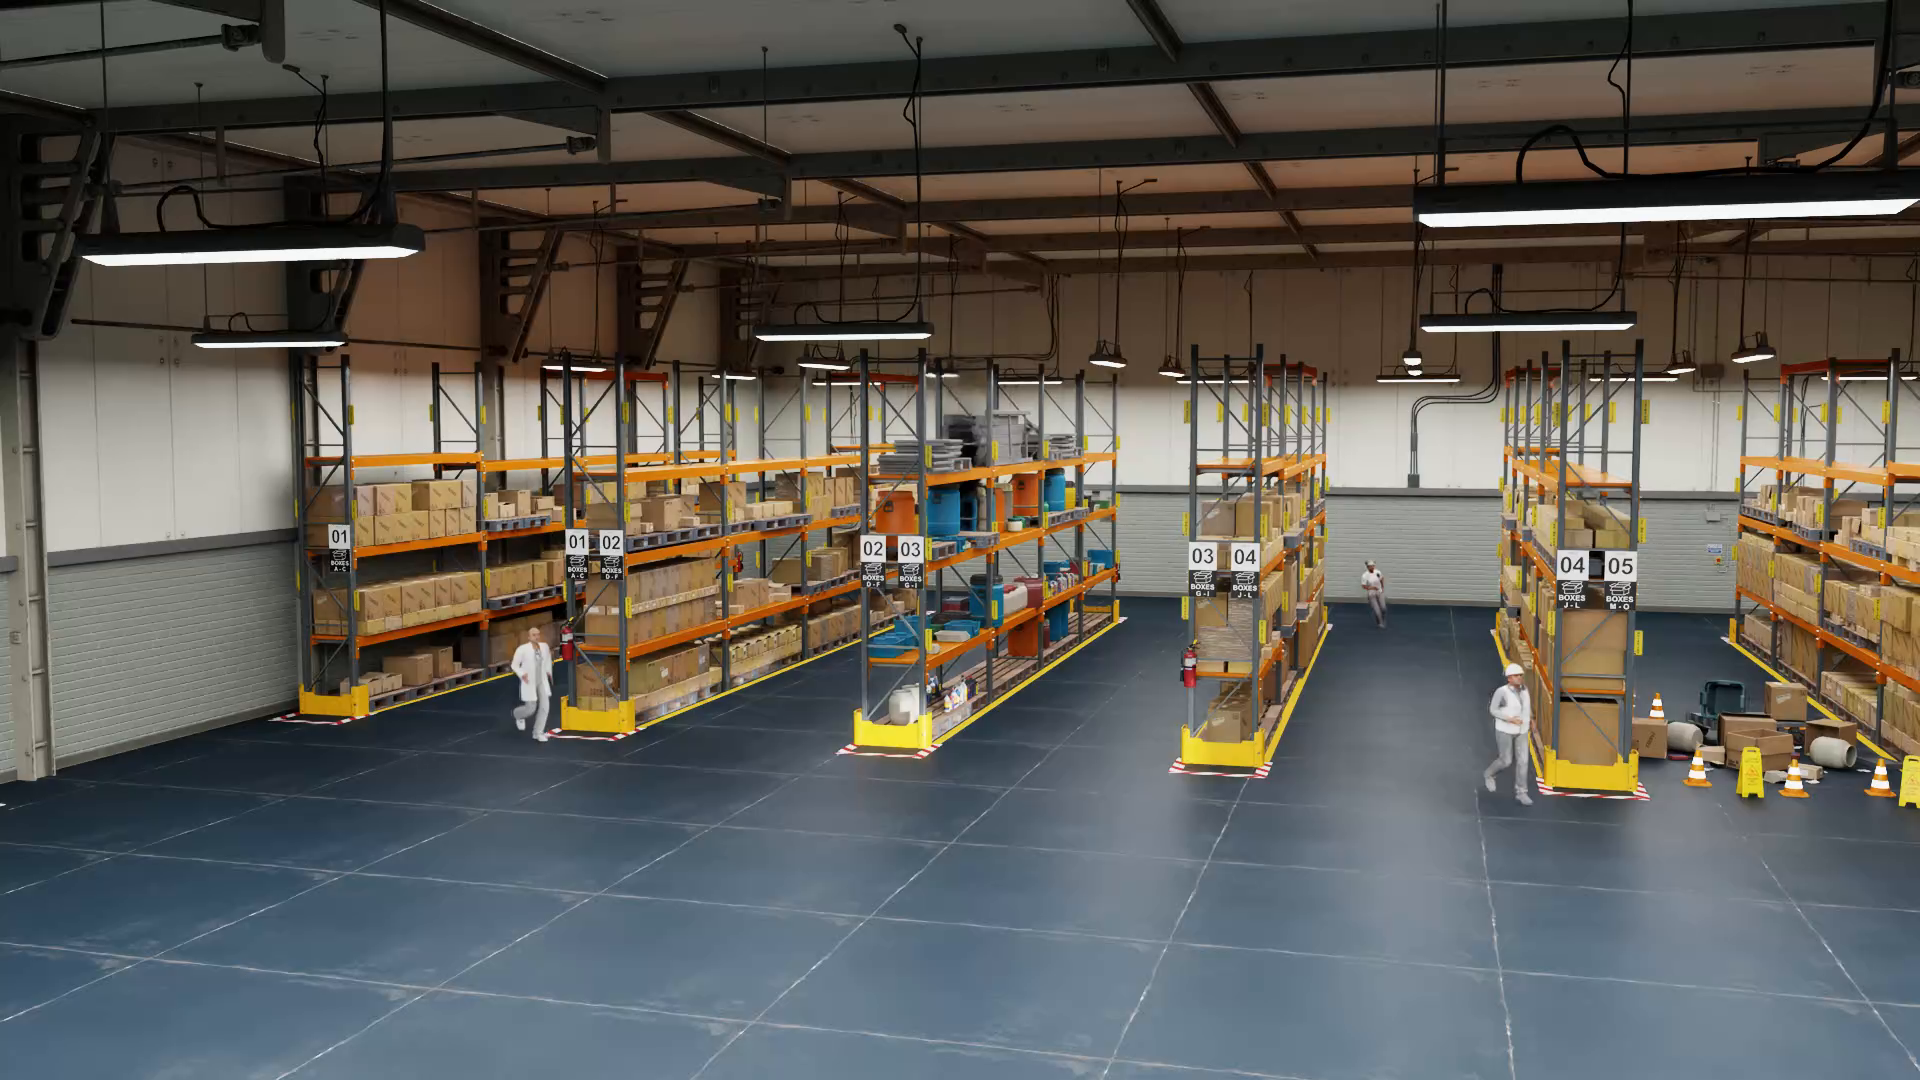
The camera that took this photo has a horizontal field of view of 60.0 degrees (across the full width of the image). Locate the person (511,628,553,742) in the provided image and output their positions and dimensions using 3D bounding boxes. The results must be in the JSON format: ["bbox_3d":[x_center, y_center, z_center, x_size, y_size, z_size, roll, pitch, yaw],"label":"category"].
[{"bbox_3d":[-6.606,2.211,25.689,0.699,1.742,0.844,-4,6,-39],"label":"person"}]

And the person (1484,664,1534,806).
[{"bbox_3d":[7.185,2.494,21.686,0.690,1.791,0.849,-2,5,-21],"label":"person"}]

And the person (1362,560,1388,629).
[{"bbox_3d":[9.709,1.267,38.887,0.647,1.634,0.588,0,4,1],"label":"person"}]
